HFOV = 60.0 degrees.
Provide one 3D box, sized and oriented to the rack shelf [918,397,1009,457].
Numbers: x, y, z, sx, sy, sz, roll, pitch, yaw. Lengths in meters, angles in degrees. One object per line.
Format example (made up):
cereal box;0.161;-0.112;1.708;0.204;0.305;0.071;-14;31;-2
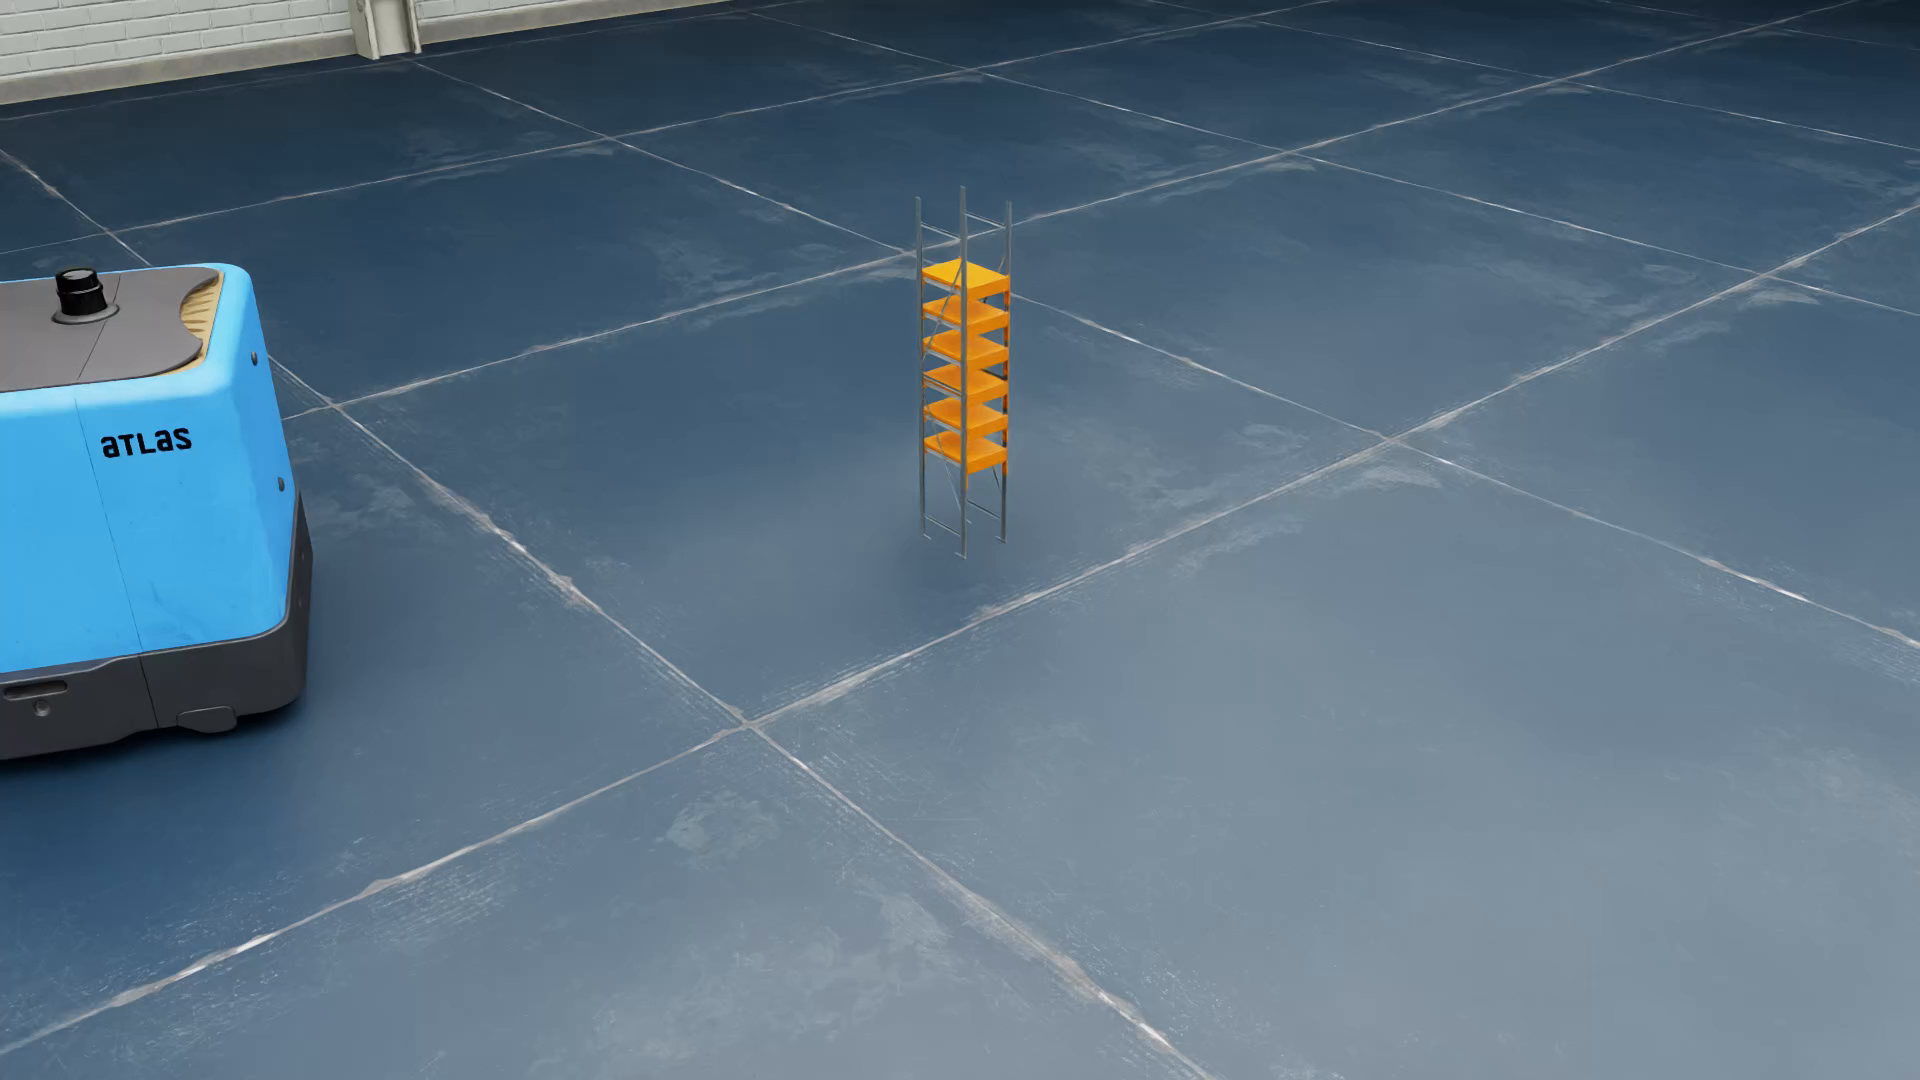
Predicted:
rack shelf;0.011;-0.389;5.553;0.180;0.103;0.258;-22;35;-35

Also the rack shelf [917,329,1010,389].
rack shelf;0.011;-0.600;5.440;0.180;0.103;0.258;-22;35;-35

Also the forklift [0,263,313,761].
forklift;-3.464;-0.781;4.101;3.031;2.935;1.130;-8;29;-15

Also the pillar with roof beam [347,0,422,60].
pillar with roof beam;-1.575;-6.154;7.719;0.400;9.000;9.100;-22;35;-35

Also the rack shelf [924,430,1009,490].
rack shelf;0.011;-0.283;5.610;0.180;0.103;0.258;-22;35;-35

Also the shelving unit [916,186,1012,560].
shelving unit;0.011;-0.534;5.475;0.189;1.200;0.258;-22;35;-35

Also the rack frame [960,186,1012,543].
rack frame;0.081;-0.562;5.528;0.006;1.200;0.240;-22;35;-35

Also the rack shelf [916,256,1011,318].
rack shelf;0.011;-0.812;5.327;0.180;0.103;0.258;-22;35;-35

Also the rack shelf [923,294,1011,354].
rack shelf;0.011;-0.706;5.383;0.180;0.103;0.258;-22;35;-35

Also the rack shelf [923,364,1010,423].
rack shelf;0.011;-0.494;5.496;0.180;0.103;0.258;-22;35;-35

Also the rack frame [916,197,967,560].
rack frame;-0.059;-0.506;5.423;0.006;1.200;0.240;-22;35;-35
